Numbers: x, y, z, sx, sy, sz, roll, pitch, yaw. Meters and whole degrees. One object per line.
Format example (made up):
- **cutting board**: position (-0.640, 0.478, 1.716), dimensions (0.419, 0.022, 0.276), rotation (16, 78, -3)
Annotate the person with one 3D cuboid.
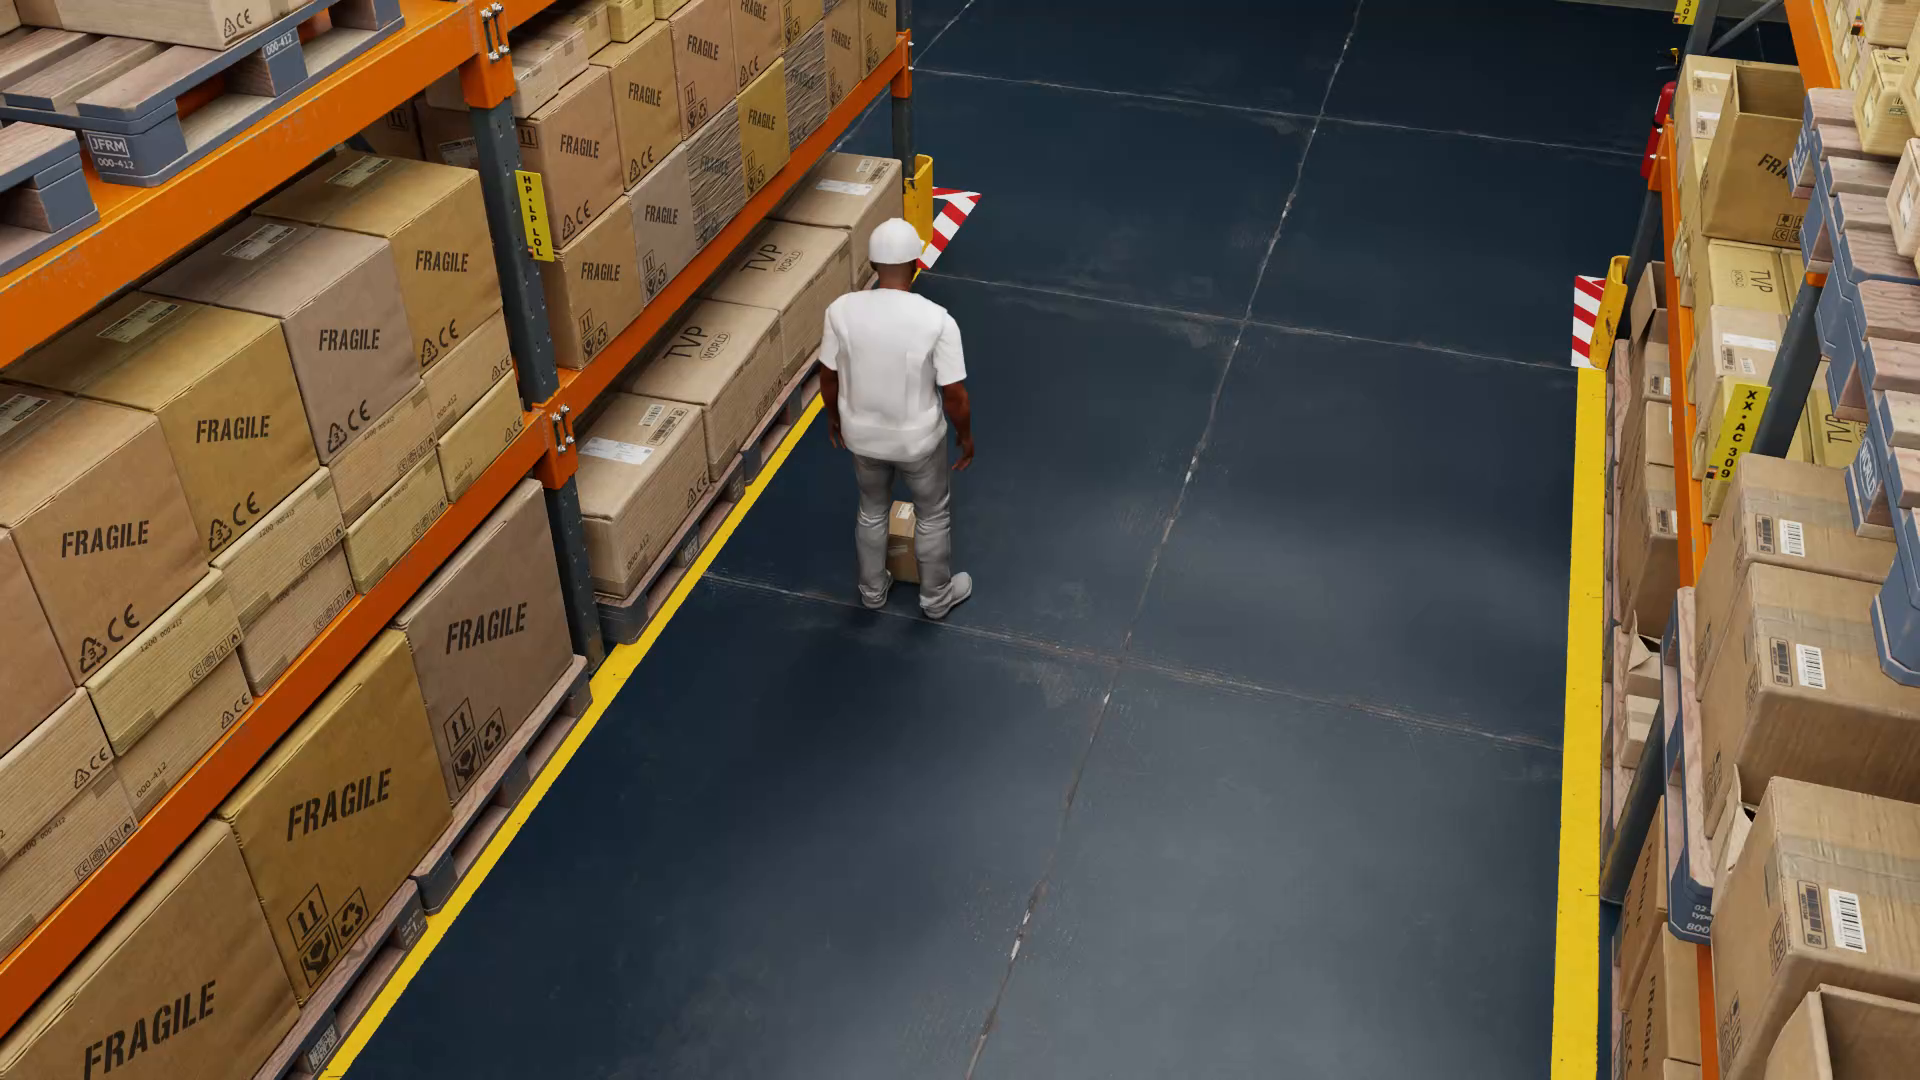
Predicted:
- **person**: position (-0.247, -0.459, 6.747), dimensions (0.627, 1.761, 0.461), rotation (10, 38, 14)
